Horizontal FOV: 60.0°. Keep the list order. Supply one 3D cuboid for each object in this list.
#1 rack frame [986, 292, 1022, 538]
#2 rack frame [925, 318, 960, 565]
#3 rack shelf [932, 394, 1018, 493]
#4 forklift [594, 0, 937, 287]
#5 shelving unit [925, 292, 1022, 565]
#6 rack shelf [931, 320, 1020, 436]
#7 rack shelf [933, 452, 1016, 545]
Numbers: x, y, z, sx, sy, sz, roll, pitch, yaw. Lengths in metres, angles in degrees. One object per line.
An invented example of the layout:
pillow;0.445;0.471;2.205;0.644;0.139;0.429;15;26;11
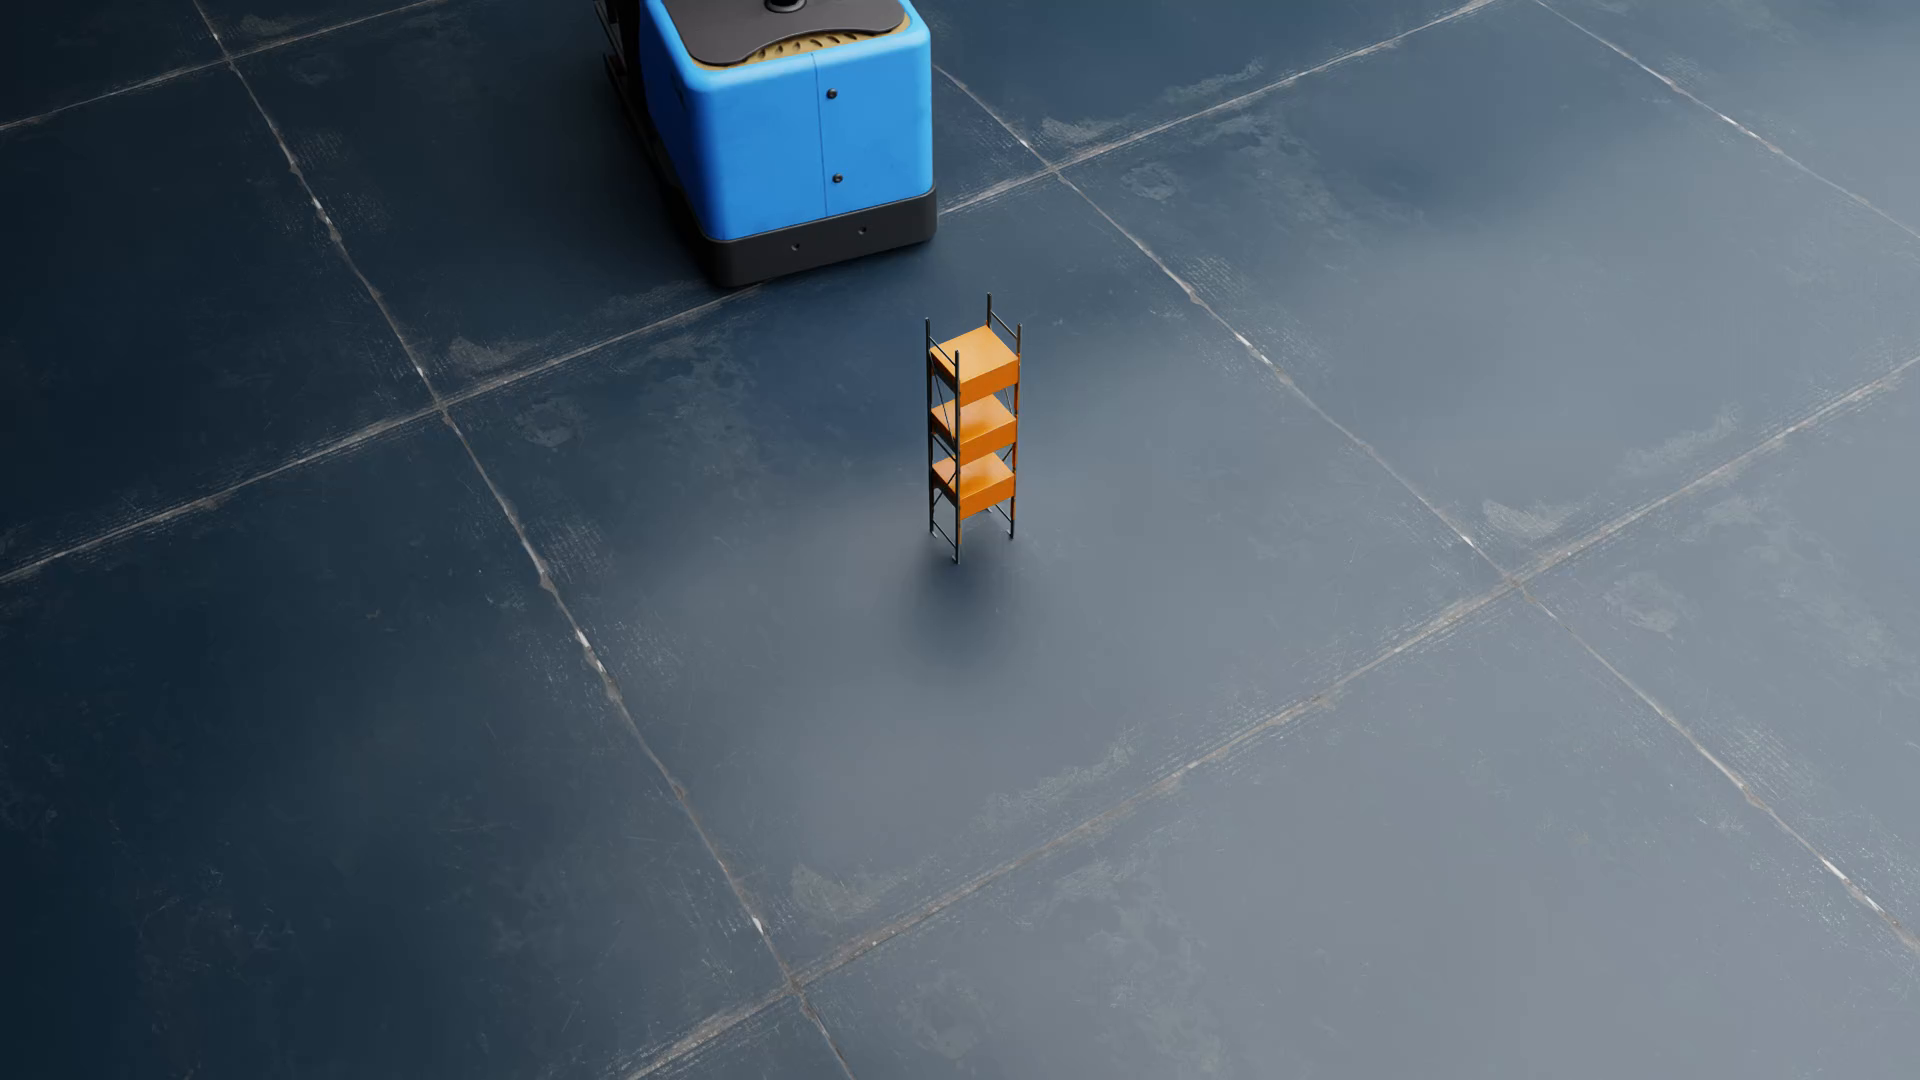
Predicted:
rack frame;0.148;-0.419;5.920;0.008;1.050;0.200;-25;53;-21
rack frame;-0.058;-0.322;5.834;0.008;1.050;0.200;-25;53;-21
rack shelf;0.045;-0.363;5.885;0.240;0.259;0.215;-25;53;-21
forklift;-1.110;-3.181;7.120;1.130;2.935;3.031;-16;50;-14
shelving unit;0.045;-0.370;5.877;0.252;1.050;0.215;-25;53;-21
rack shelf;0.045;-0.552;5.673;0.240;0.259;0.215;-25;53;-21
rack shelf;0.045;-0.179;6.092;0.240;0.259;0.215;-25;53;-21
